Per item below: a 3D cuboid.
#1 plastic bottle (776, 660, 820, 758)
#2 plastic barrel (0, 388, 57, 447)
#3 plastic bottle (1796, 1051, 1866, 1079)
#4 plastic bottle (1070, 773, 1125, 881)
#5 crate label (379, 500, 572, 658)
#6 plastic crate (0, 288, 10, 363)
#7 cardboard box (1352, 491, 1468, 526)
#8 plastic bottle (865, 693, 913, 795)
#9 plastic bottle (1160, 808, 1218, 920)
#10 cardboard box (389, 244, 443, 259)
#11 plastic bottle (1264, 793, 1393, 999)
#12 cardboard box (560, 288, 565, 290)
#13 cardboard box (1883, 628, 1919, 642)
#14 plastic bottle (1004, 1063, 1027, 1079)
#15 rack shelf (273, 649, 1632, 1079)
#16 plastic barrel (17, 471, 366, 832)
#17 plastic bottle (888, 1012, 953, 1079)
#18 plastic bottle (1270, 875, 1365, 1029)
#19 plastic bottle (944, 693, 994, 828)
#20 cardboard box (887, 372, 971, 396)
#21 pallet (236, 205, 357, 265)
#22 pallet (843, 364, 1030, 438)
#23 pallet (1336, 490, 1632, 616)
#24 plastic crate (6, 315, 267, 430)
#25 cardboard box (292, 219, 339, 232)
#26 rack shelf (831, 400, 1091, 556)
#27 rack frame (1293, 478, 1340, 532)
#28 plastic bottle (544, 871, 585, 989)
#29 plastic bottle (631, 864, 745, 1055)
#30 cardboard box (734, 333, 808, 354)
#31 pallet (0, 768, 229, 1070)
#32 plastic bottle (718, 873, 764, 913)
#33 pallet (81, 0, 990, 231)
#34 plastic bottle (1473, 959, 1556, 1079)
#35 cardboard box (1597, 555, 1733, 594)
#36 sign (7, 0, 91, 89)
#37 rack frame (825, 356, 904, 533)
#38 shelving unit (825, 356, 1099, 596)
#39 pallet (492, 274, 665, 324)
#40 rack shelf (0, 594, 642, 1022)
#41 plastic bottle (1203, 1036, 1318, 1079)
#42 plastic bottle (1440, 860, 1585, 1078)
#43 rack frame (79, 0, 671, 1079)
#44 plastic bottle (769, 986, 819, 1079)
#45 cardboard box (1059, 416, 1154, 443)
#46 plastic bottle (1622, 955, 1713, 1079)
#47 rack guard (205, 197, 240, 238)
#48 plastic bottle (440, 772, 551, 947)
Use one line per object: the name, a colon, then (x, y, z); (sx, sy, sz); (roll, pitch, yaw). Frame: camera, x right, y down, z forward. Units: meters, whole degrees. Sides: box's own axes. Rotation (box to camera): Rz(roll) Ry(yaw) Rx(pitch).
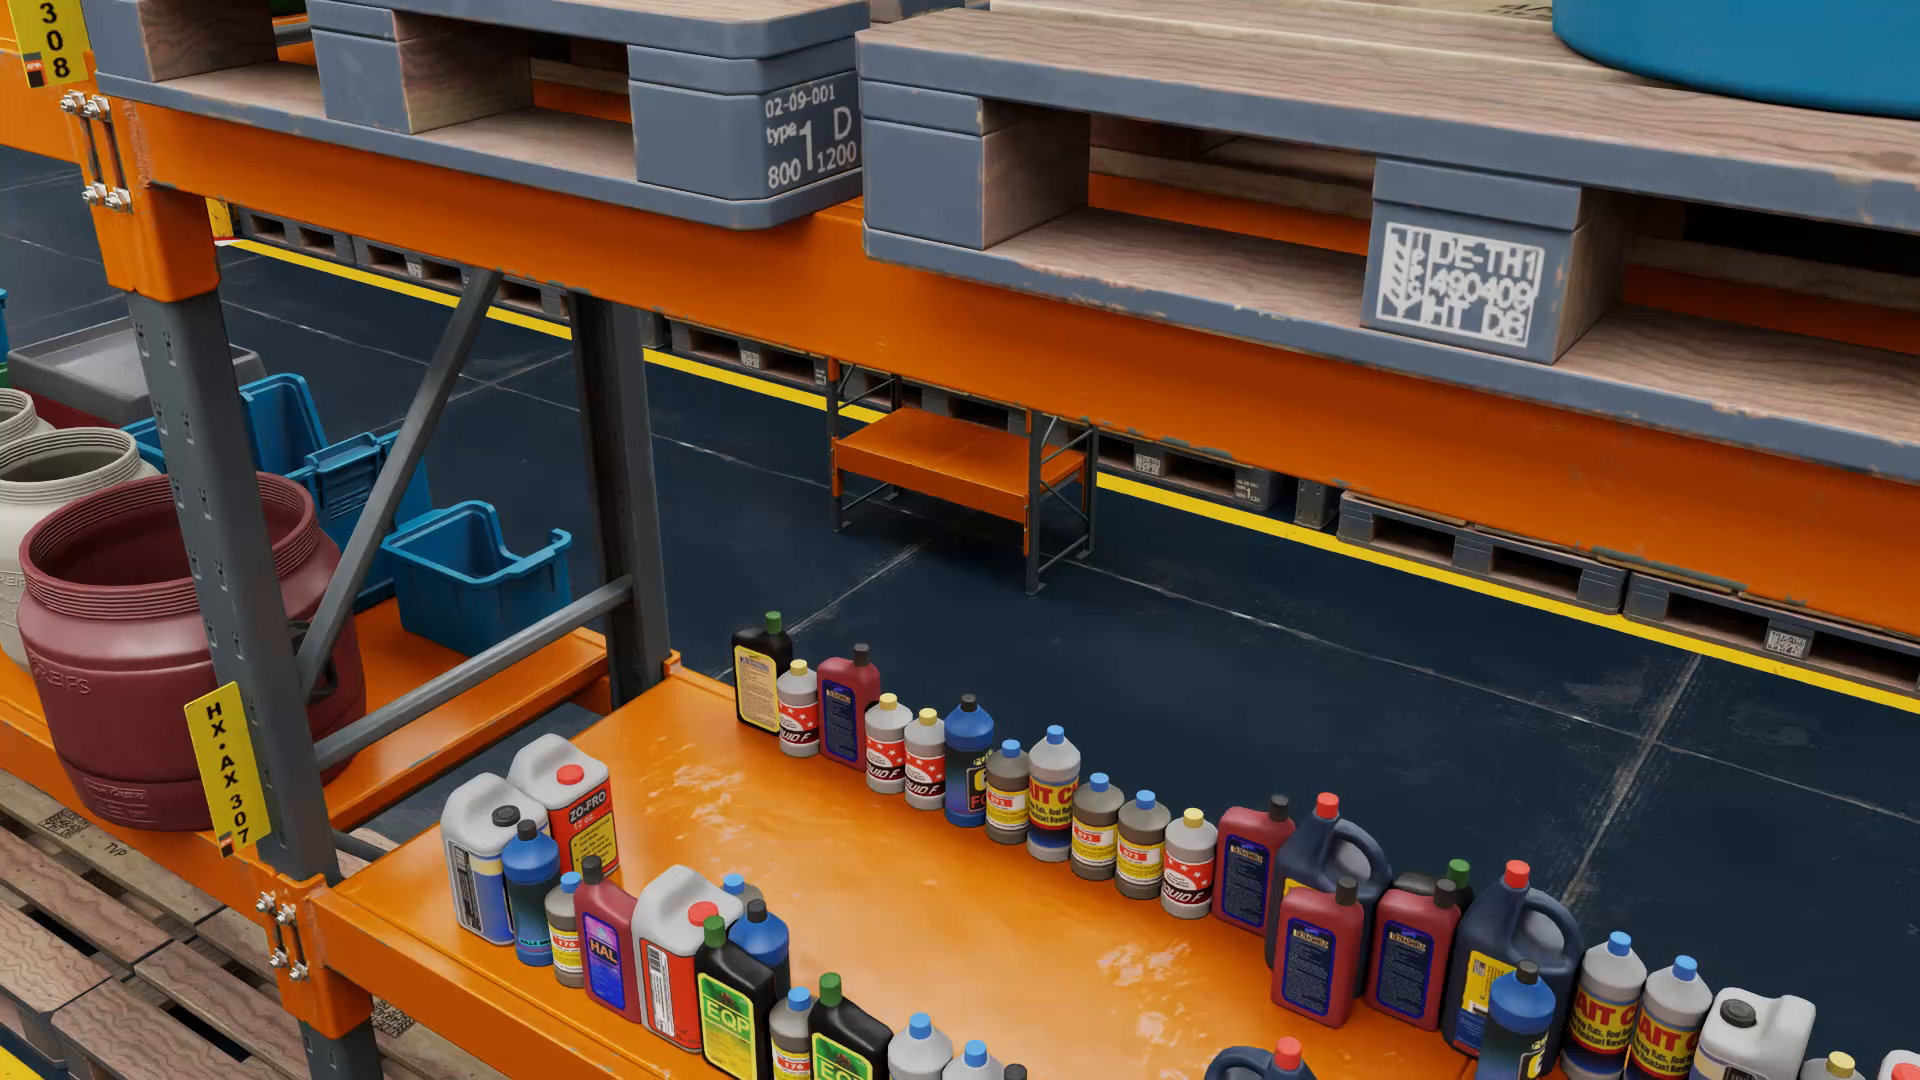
plastic bottle: (-0.333, 0.346, 3.483); (0.097, 0.201, 0.097); (0, 27, 0)
plastic barrel: (-2.309, -0.066, 3.949); (0.421, 0.512, 0.421); (0, 27, 0)
plastic bottle: (1.295, 0.853, 2.486); (0.097, 0.201, 0.097); (0, 27, 0)
plastic bottle: (0.258, 0.530, 3.121); (0.097, 0.201, 0.097); (0, 27, 0)
crate label: (-1.128, 0.102, 3.926); (0.416, 0.233, 0.303); (17, 32, 30)
plastic crate: (-3.205, -0.577, 5.094); (0.575, 0.384, 0.392); (17, 32, 30)
cardboard box: (2.028, -0.433, 7.065); (0.500, 0.500, 0.500); (19, 32, 32)
plastic bottle: (-0.143, 0.405, 3.366); (0.097, 0.201, 0.097); (0, 27, 0)
plastic bottle: (0.418, 0.580, 3.023); (0.097, 0.201, 0.097); (0, 27, 0)
cardboard box: (-3.228, -1.984, 10.410); (0.500, 0.250, 0.500); (17, 32, 30)
plastic bottle: (0.631, 0.592, 2.833); (0.185, 0.351, 0.144); (17, 32, 30)
cardboard box: (-1.989, -1.601, 9.657); (0.500, 0.250, 0.500); (17, 32, 30)
cardboard box: (3.727, 0.092, 6.033); (0.500, 0.500, 0.500); (18, 32, 31)
plastic bottle: (0.107, 0.874, 2.354); (0.133, 0.283, 0.061); (17, 32, 30)
rack shelf: (0.655, 1.110, 2.554); (4.000, 0.370, 1.077); (17, 32, 30)
plastic barrel: (-1.547, 0.210, 3.381); (0.708, 0.536, 0.600); (17, 32, 30)
plastic bottle: (-0.058, 0.818, 2.478); (0.097, 0.271, 0.097); (0, 27, 0)
plastic bottle: (0.595, 0.667, 2.760); (0.133, 0.283, 0.061); (17, 32, 30)
plastic bottle: (0.017, 0.424, 3.252); (0.097, 0.271, 0.097); (0, 27, 0)
cardboard box: (-0.023, -0.973, 8.423); (0.500, 0.250, 0.500); (18, 32, 31)
pallet: (-4.126, -2.206, 11.351); (1.213, 0.211, 1.003); (17, 32, 30)
pallet: (0.156, -0.872, 8.730); (1.213, 0.211, 1.003); (17, 32, 30)
pallet: (2.408, -0.126, 7.265); (1.213, 0.211, 1.003); (17, 32, 30)
plastic crate: (-2.152, -0.282, 4.426); (0.583, 0.464, 0.402); (17, 32, 30)
cardboard box: (-4.050, -2.243, 10.919); (0.500, 0.250, 0.500); (17, 32, 30)
rack shelf: (0.006, -0.282, 7.102); (1.000, 0.278, 0.538); (17, 32, 30)
rack frame: (1.814, -1.575, 7.037); (0.127, 3.000, 1.000); (17, 32, 30)
plastic bottle: (-0.659, 0.662, 2.862); (0.097, 0.201, 0.097); (0, 27, 0)
plastic bottle: (-0.438, 0.682, 2.739); (0.135, 0.276, 0.152); (17, 32, 30)
cardboard box: (-0.870, -1.236, 8.939); (0.500, 0.250, 0.500); (18, 32, 32)
pallet: (-2.611, 0.992, 5.068); (1.213, 0.211, 1.003); (17, 32, 30)
plastic bottle: (-0.383, 0.664, 2.857); (0.097, 0.201, 0.097); (0, 27, 0)
pallet: (-0.418, -0.744, 2.305); (1.213, 0.211, 1.003); (17, 32, 30)
plastic bottle: (0.861, 0.766, 2.580); (0.097, 0.271, 0.097); (0, 27, 0)
cardboard box: (2.873, -0.170, 6.548); (0.500, 0.500, 0.500); (17, 31, 30)
sign: (-1.299, -0.807, 2.336); (0.005, 0.325, 0.100); (17, 32, 30)
rack frame: (-0.413, -0.630, 7.248); (0.032, 1.125, 0.500); (17, 32, 30)
shelving unit: (0.006, -0.500, 6.991); (1.048, 1.125, 0.538); (17, 32, 30)
pallet: (-2.115, -1.579, 10.120); (1.213, 0.211, 1.003); (17, 32, 30)
rack shelf: (-2.642, 0.083, 4.572); (4.000, 0.370, 1.077); (17, 32, 30)
plastic bottle: (0.428, 0.837, 2.352); (0.185, 0.351, 0.144); (17, 32, 30)
plastic bottle: (0.894, 0.674, 2.672); (0.185, 0.351, 0.144); (17, 32, 30)
rack frame: (-0.993, 0.276, 3.400); (0.127, 3.000, 1.000); (17, 32, 30)
plastic bottle: (-0.248, 0.790, 2.610); (0.097, 0.201, 0.097); (0, 27, 0)
cardboard box: (0.816, -0.711, 7.909); (0.500, 0.250, 0.500); (17, 31, 30)
plastic bottle: (1.104, 0.762, 2.587); (0.097, 0.271, 0.097); (0, 27, 0)
rack guard: (-4.800, -2.521, 11.653); (0.348, 0.500, 1.175); (17, 32, 30)
plastic bottle: (-0.820, 0.563, 2.972); (0.135, 0.276, 0.152); (17, 32, 30)
